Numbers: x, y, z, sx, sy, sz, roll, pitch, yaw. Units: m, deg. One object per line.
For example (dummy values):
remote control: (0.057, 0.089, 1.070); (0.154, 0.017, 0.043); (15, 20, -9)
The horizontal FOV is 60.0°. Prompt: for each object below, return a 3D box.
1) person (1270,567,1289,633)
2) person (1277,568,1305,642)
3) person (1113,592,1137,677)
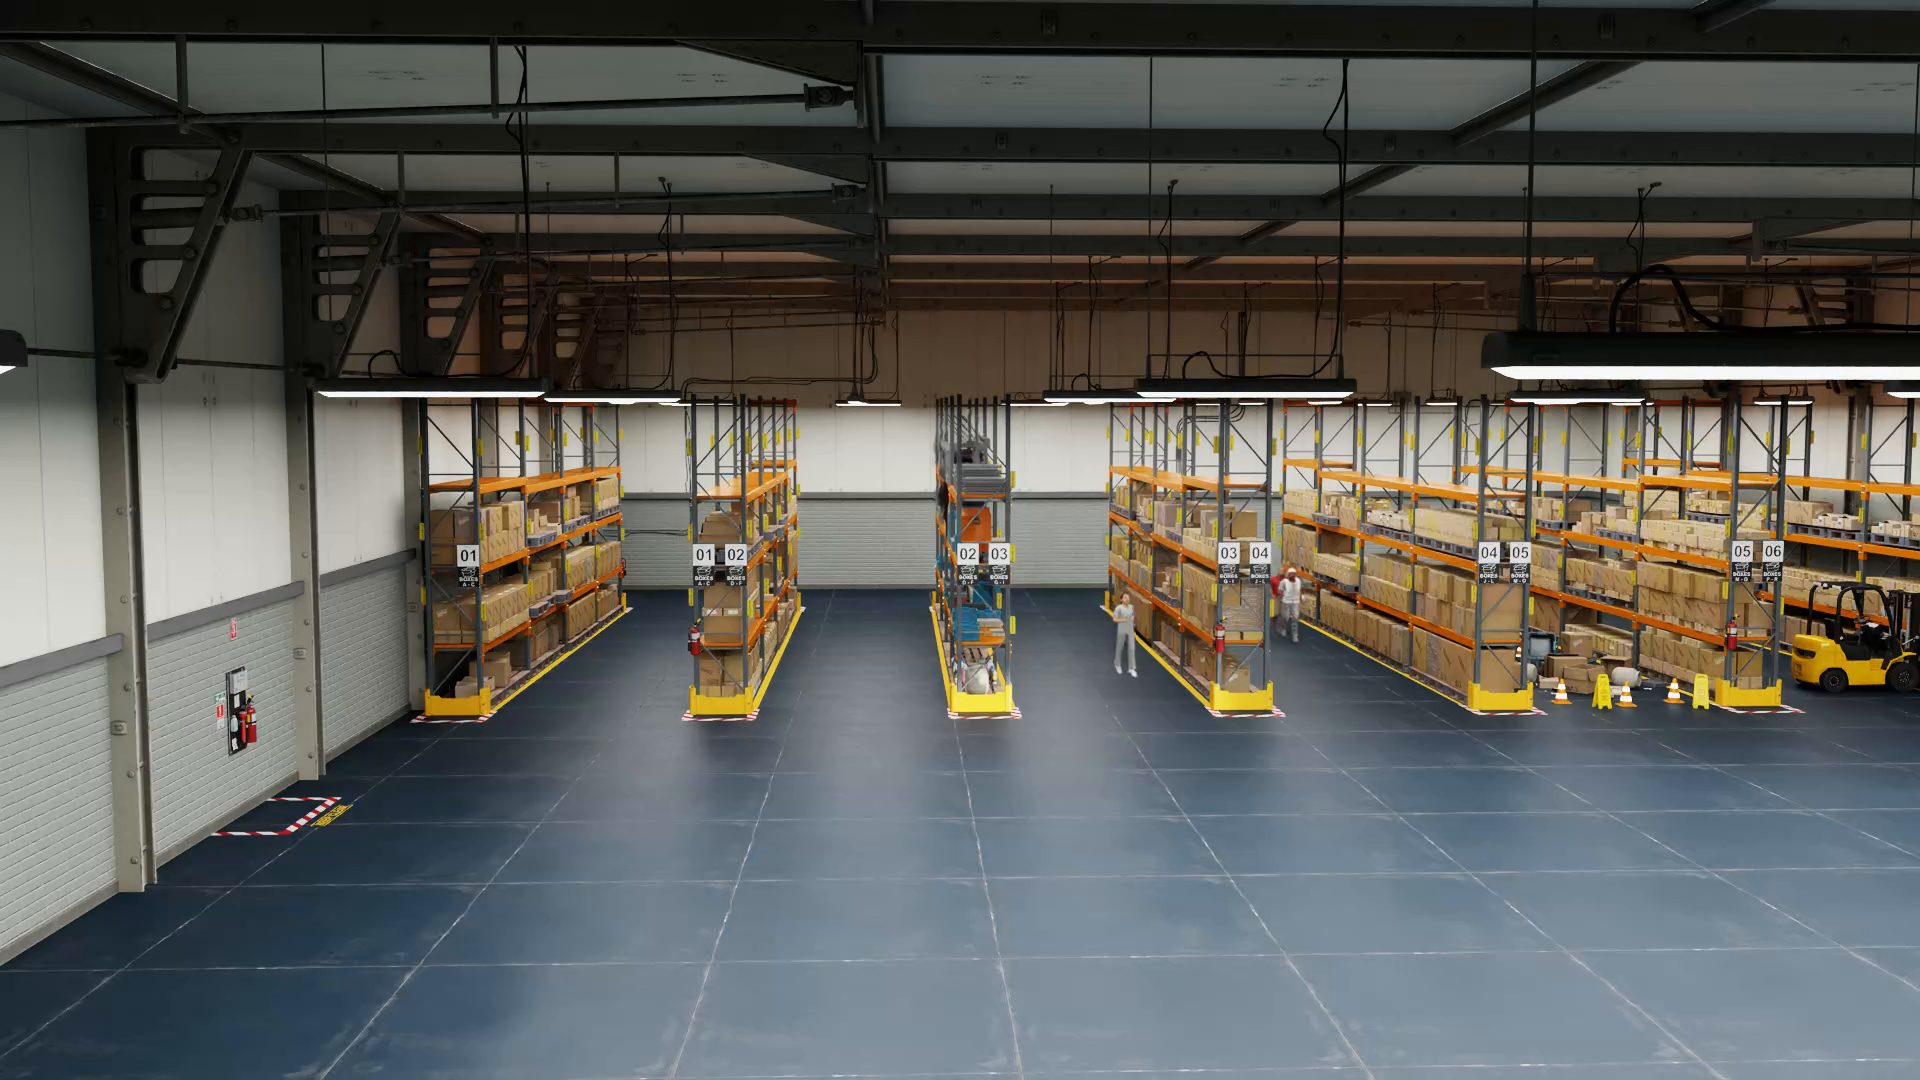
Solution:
person: (8.181, 1.537, 42.507); (0.641, 1.680, 0.592); (0, 5, -4)
person: (8.202, 1.583, 41.203); (0.709, 1.804, 0.877); (0, 5, -4)
person: (3.377, 1.911, 33.923); (0.565, 1.706, 0.884); (-1, 5, -17)
